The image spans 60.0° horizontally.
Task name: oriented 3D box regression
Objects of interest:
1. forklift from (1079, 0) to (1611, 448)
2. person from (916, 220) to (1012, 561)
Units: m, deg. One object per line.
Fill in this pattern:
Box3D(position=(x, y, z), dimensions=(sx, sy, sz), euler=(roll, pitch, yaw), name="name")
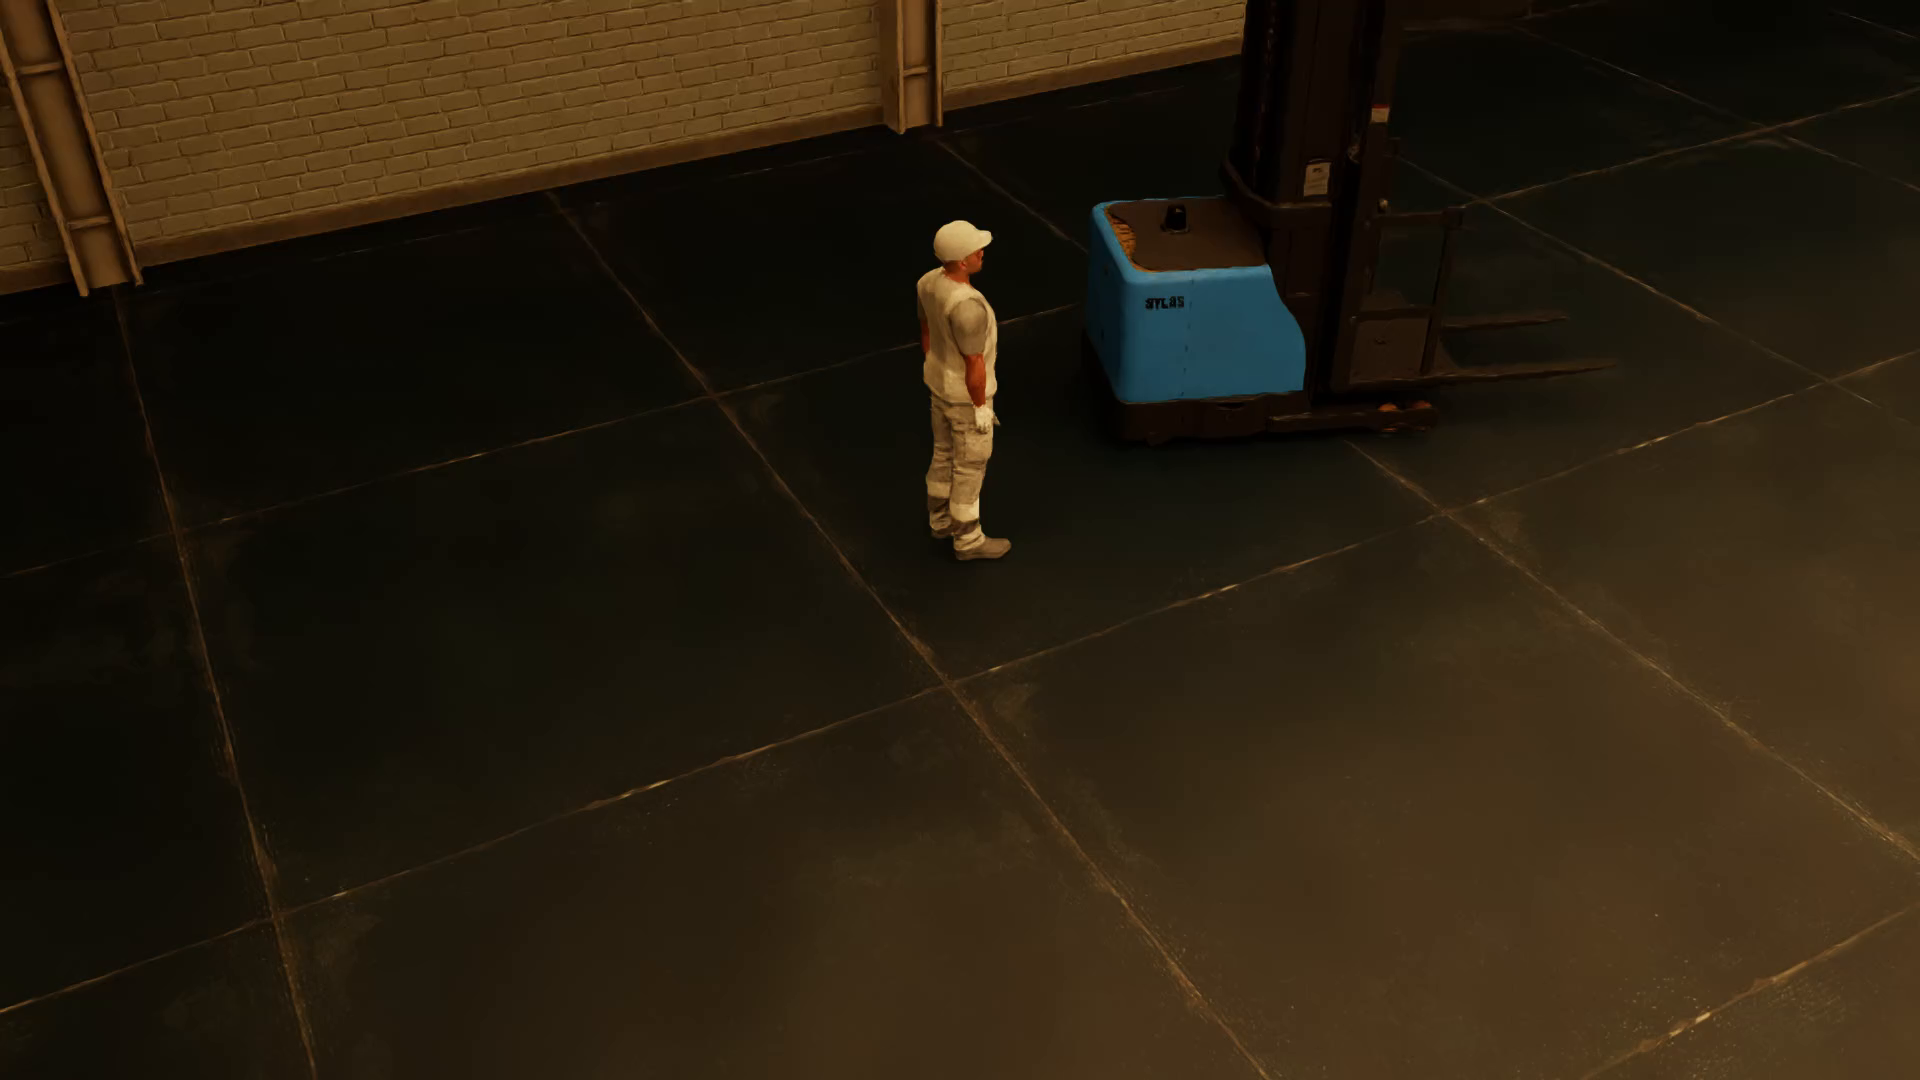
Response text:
Box3D(position=(2.290, -2.125, 9.129), dimensions=(3.031, 2.935, 1.130), euler=(-6, 36, -9), name="forklift")
Box3D(position=(0.017, -0.738, 8.154), dimensions=(0.349, 1.795, 0.538), euler=(-17, 39, -23), name="person")
